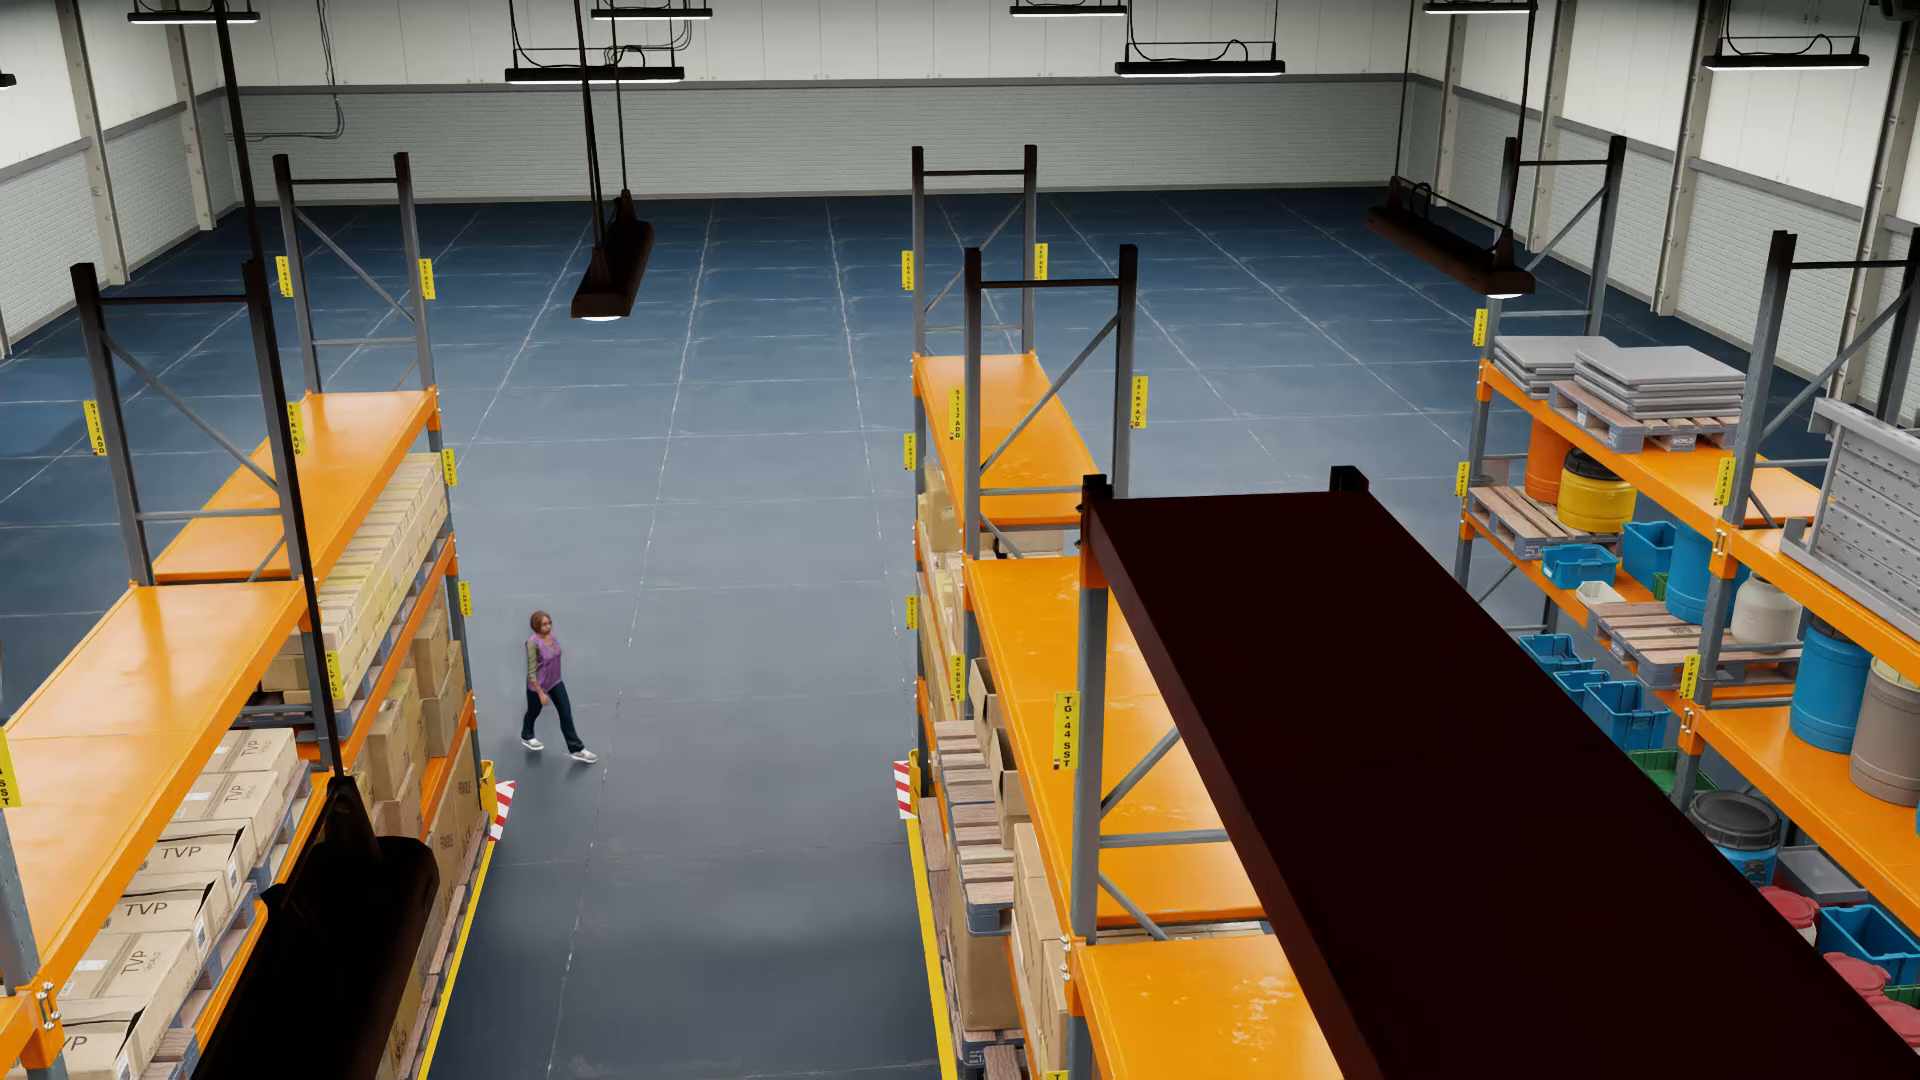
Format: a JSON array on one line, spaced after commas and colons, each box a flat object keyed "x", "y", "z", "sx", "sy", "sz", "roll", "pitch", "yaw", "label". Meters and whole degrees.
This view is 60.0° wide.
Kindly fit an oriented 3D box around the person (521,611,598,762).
[{"x": -3.964, "y": 1.391, "z": 15.970, "sx": 0.901, "sy": 1.541, "sz": 0.438, "roll": 14, "pitch": 26, "yaw": 32, "label": "person"}]
